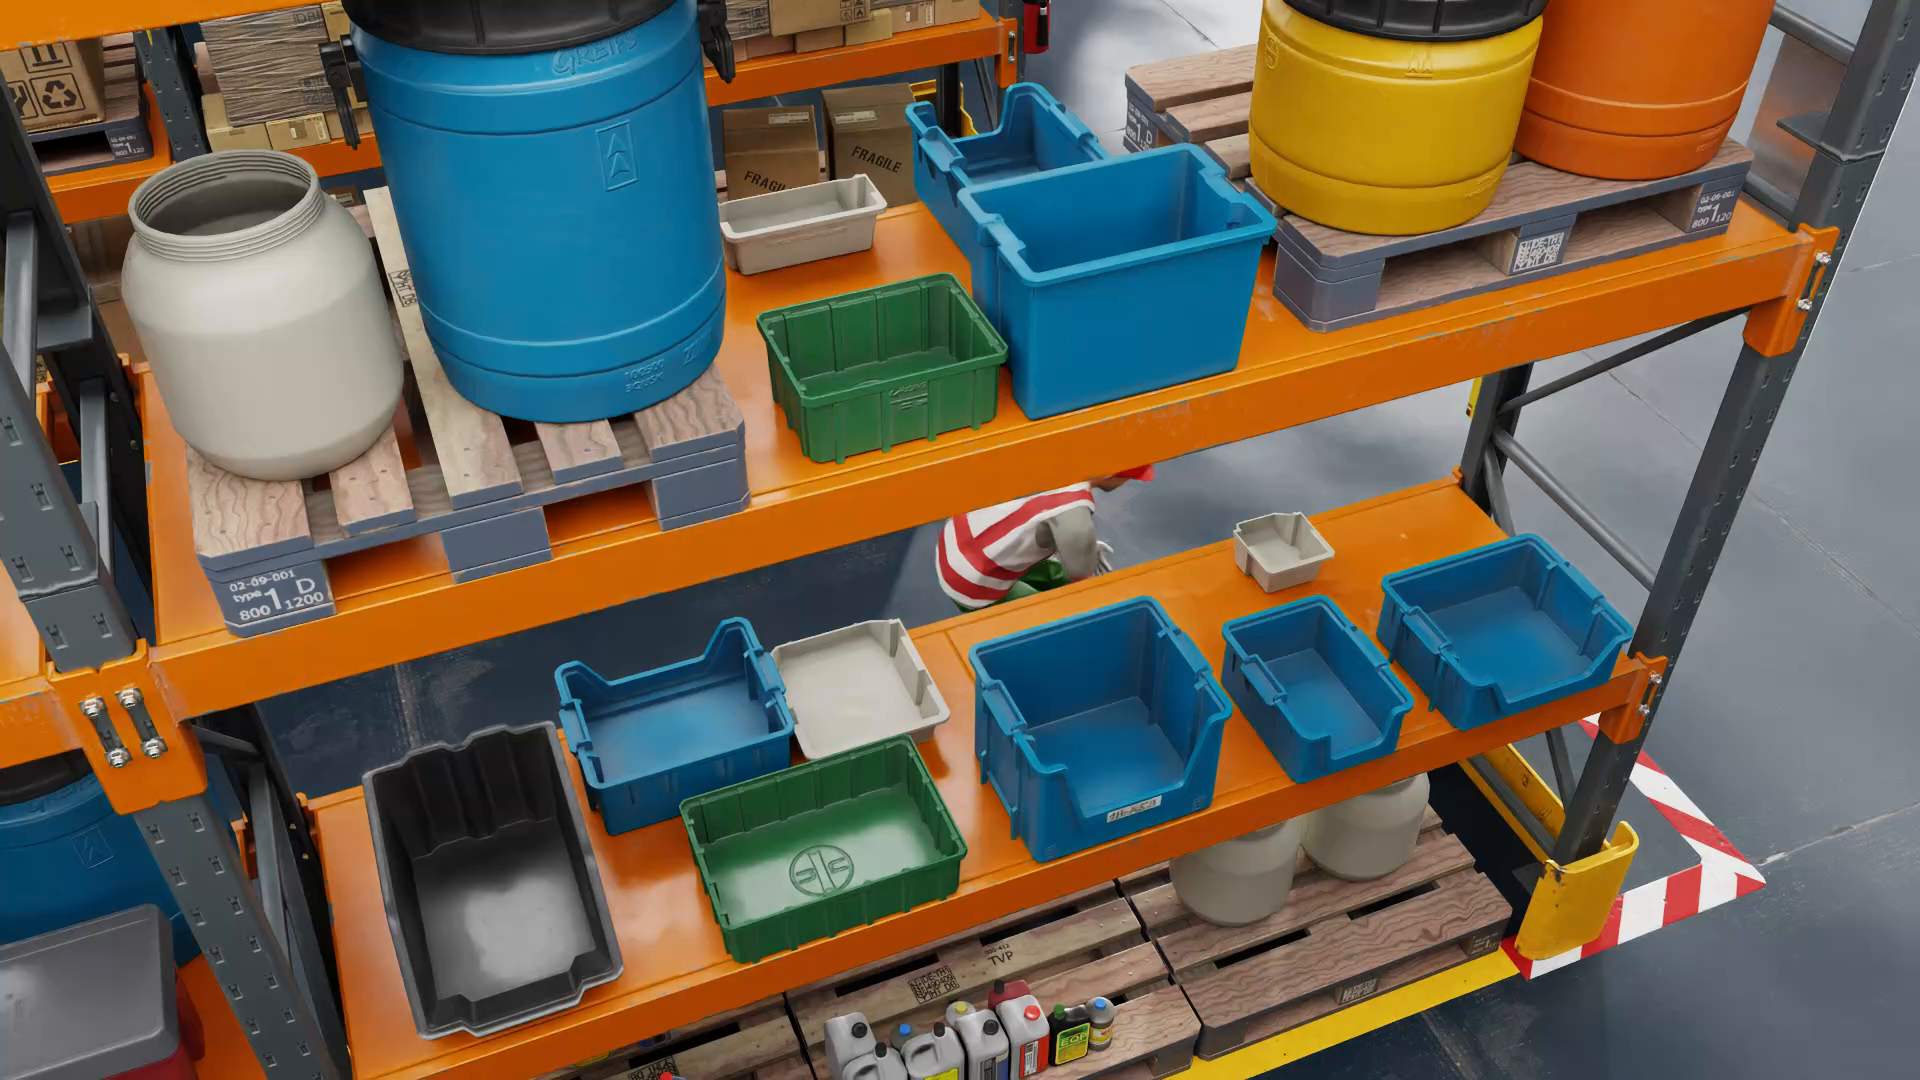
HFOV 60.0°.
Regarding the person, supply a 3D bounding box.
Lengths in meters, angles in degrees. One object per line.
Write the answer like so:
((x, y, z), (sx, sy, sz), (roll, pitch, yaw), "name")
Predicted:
((0.312, 0.100, 6.402), (0.816, 1.295, 0.585), (-2, 41, -3), "person")
